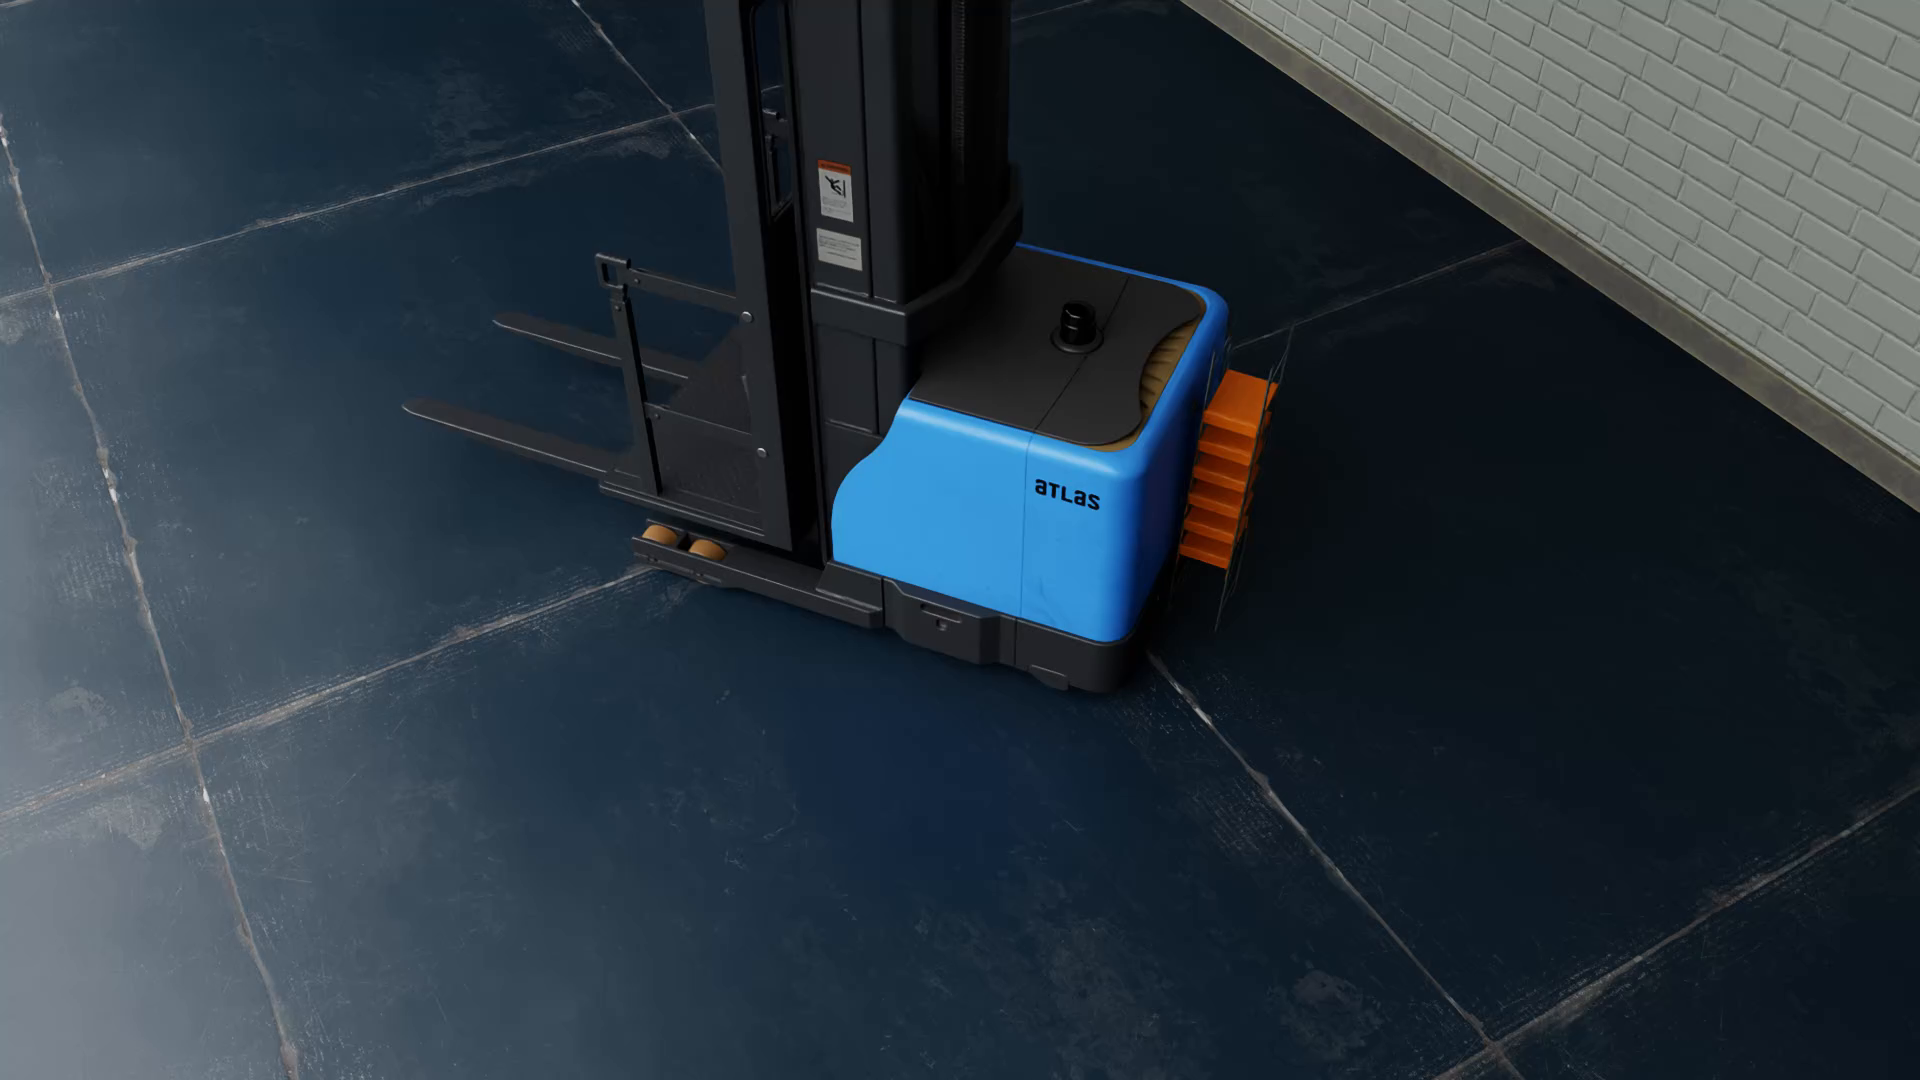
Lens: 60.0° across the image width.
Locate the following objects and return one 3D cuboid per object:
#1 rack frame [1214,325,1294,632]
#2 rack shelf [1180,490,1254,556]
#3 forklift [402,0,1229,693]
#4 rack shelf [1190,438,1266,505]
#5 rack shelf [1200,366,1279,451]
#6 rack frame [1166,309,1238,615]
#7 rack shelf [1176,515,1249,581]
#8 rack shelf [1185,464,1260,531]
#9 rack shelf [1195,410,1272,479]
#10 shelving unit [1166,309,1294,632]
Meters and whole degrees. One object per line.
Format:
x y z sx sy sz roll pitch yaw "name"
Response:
0.977 -0.174 5.568 0.006 1.200 0.240 19 47 15 "rack frame"
0.888 -0.087 5.709 0.180 0.103 0.258 19 47 15 "rack shelf"
-0.651 -1.210 5.392 3.031 2.935 1.130 17 47 16 "forklift"
0.896 -0.256 5.539 0.180 0.103 0.258 19 47 15 "rack shelf"
0.905 -0.426 5.370 0.180 0.103 0.258 19 47 15 "rack shelf"
0.810 -0.231 5.617 0.006 1.200 0.240 19 47 15 "rack frame"
0.884 -0.002 5.794 0.180 0.103 0.258 19 47 15 "rack shelf"
0.892 -0.171 5.624 0.180 0.103 0.258 19 47 15 "rack shelf"
0.900 -0.341 5.455 0.180 0.103 0.258 19 47 15 "rack shelf"
0.894 -0.203 5.593 0.189 1.200 0.258 19 47 15 "shelving unit"
